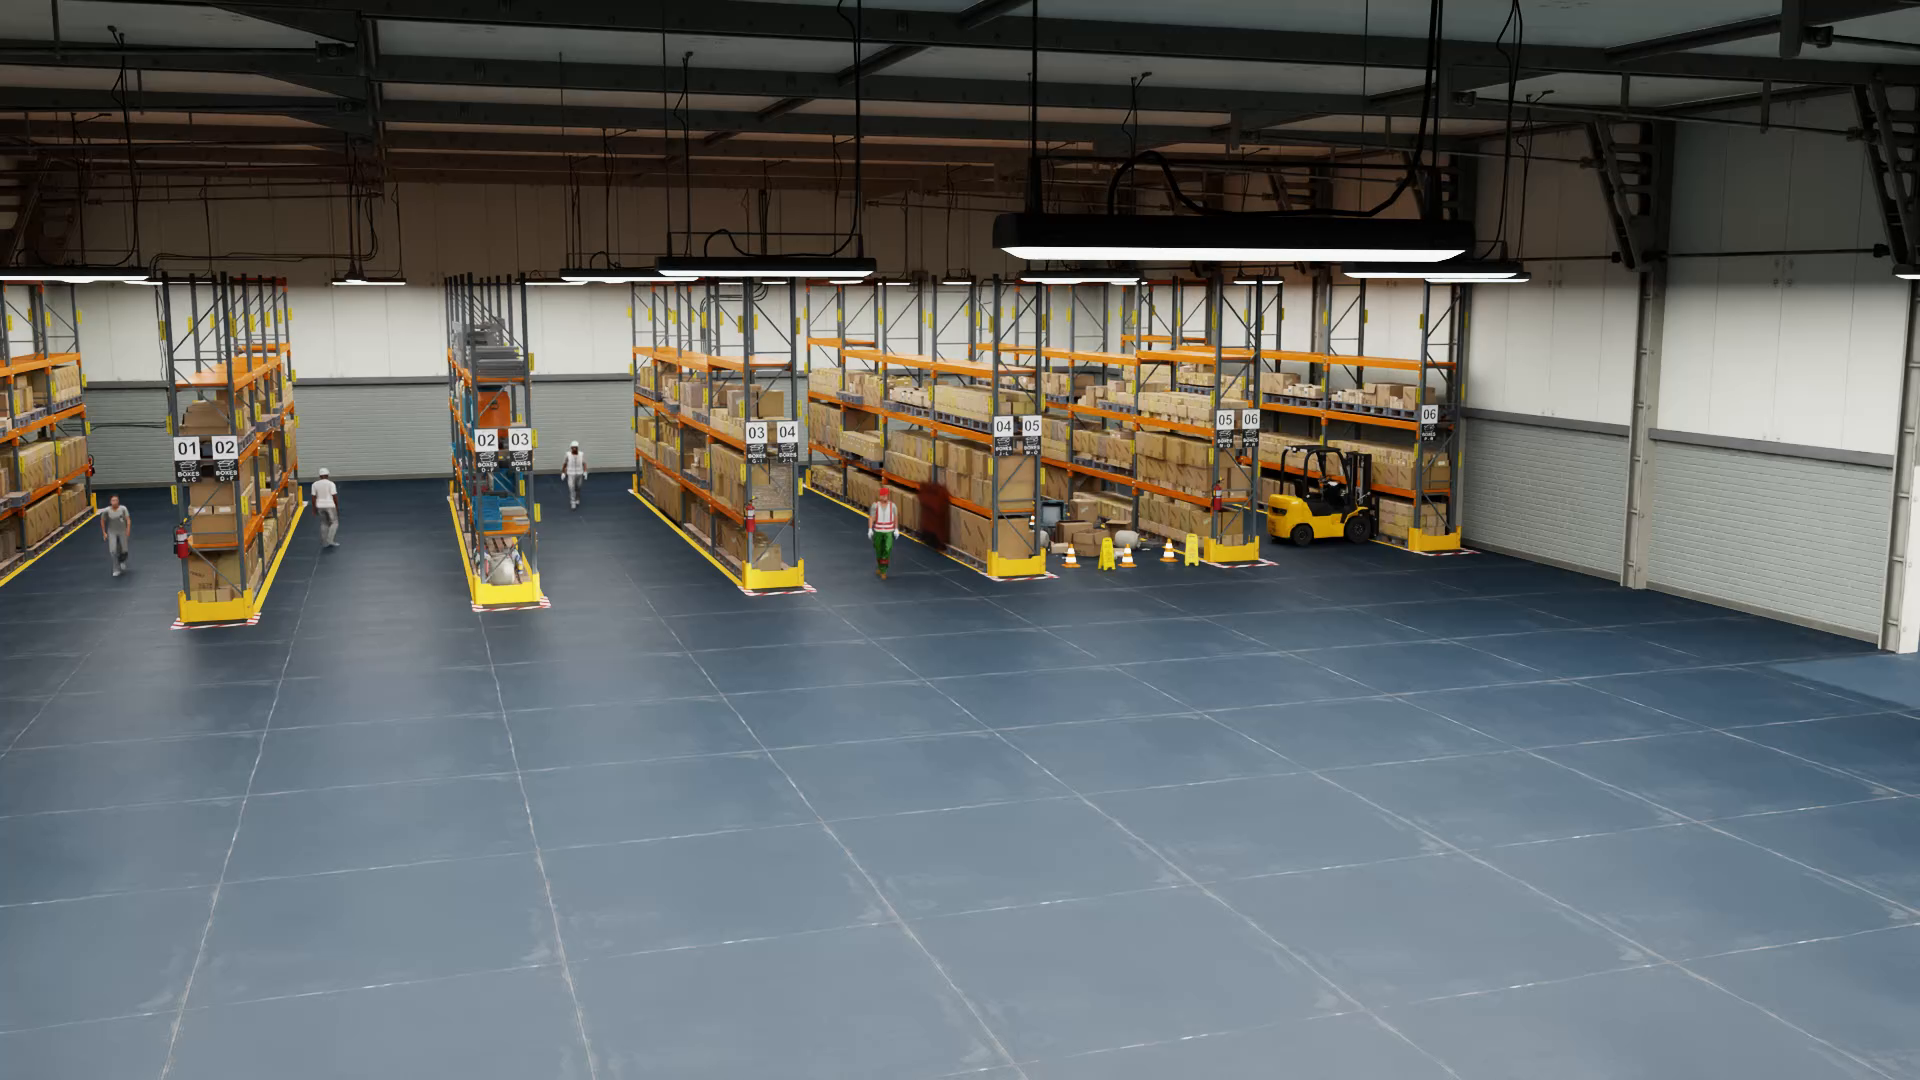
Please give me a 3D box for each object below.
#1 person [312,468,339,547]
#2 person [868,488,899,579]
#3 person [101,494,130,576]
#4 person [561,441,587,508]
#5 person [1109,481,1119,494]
[{"bbox_3d":[-14.127,-0.717,37.022,0.610,1.765,0.513,1,9,7],"label":"person"},{"bbox_3d":[-1.532,-0.135,33.221,0.597,1.821,0.694,0,9,1],"label":"person"},{"bbox_3d":[-17.008,-0.126,33.517,0.523,1.653,0.640,-5,10,-28],"label":"person"},{"bbox_3d":[-10.091,-1.728,43.563,0.631,1.714,1.054,-4,9,-23],"label":"person"},{"bbox_3d":[4.346,-2.114,46.579,0.456,1.620,0.863,-3,9,-21],"label":"person"}]
